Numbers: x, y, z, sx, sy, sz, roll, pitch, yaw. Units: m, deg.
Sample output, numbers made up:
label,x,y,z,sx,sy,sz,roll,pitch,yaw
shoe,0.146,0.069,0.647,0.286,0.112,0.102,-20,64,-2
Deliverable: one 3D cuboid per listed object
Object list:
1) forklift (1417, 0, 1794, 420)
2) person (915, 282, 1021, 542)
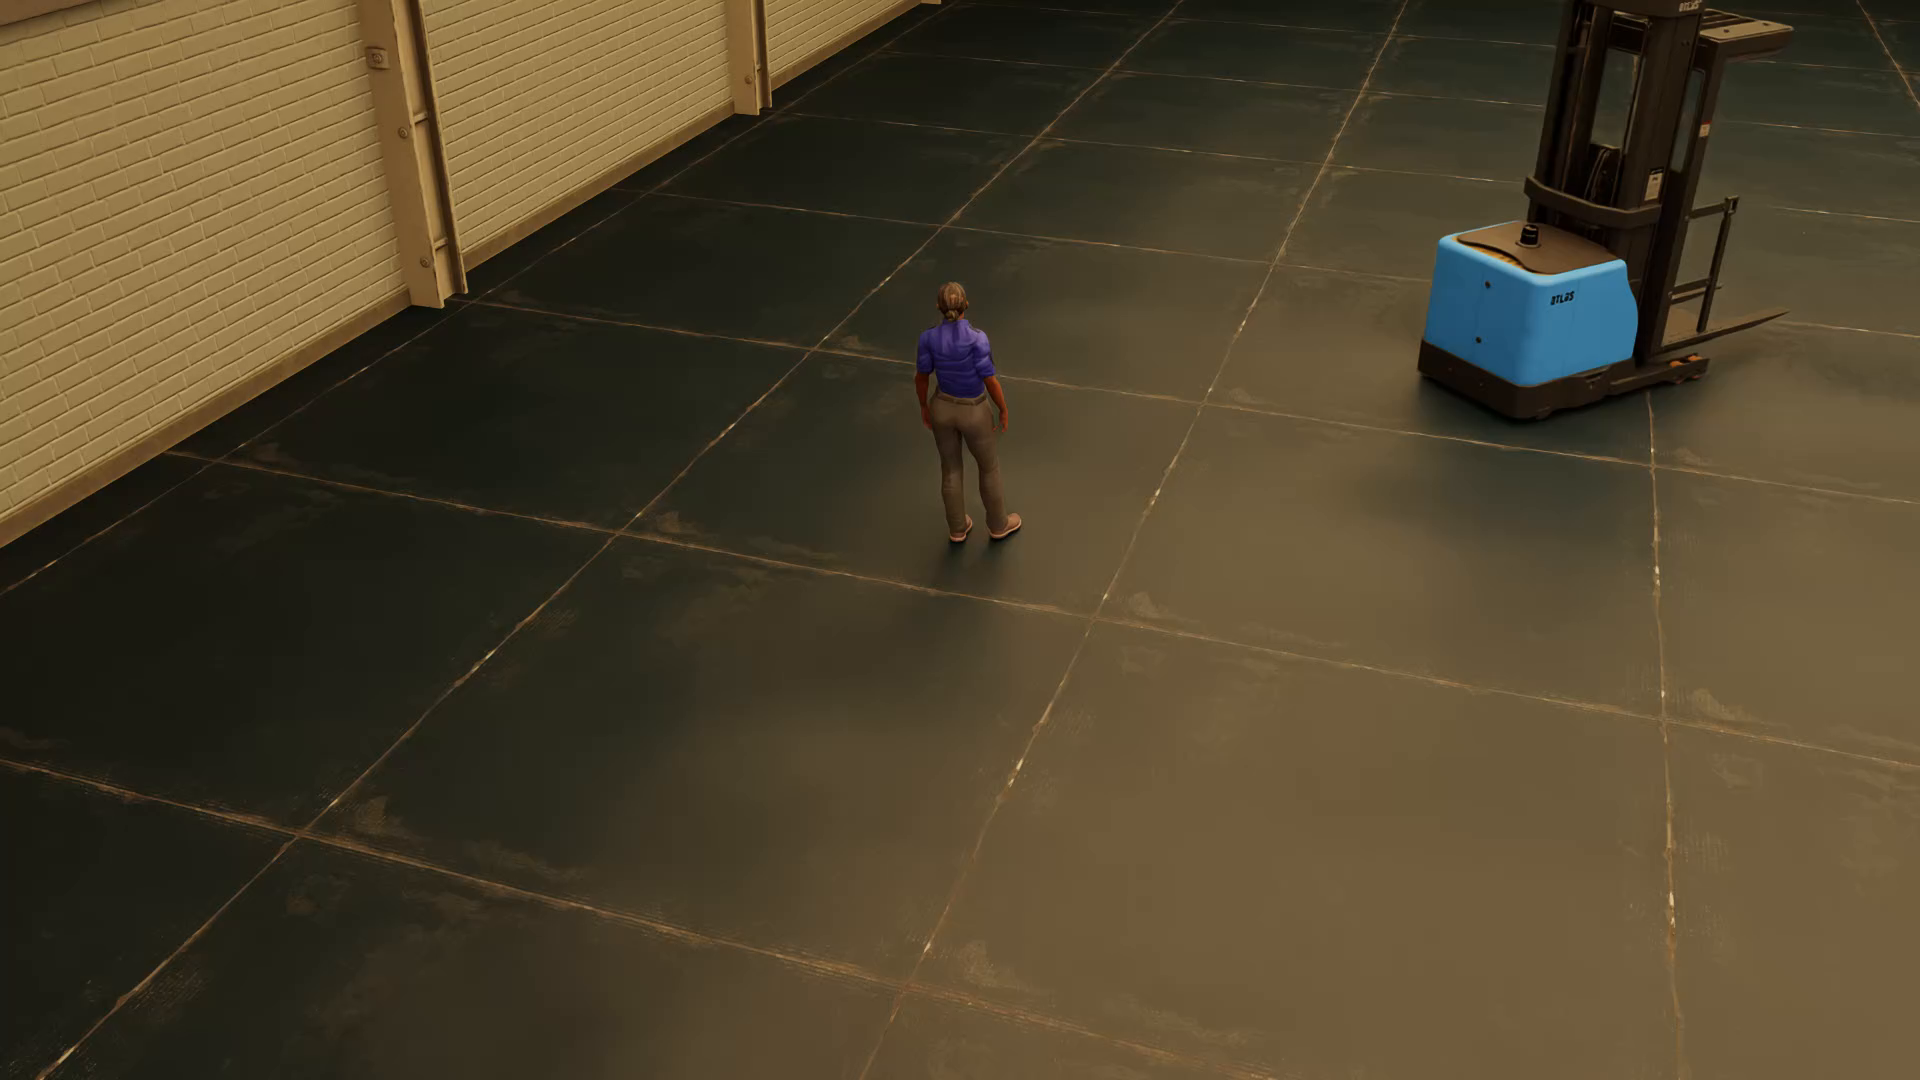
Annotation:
label,x,y,z,sx,sy,sz,roll,pitch,yaw
forklift,4.879,-2.618,11.729,3.031,2.935,1.130,-16,33,-25
person,0.047,-0.763,9.749,0.569,1.654,0.504,10,31,16
